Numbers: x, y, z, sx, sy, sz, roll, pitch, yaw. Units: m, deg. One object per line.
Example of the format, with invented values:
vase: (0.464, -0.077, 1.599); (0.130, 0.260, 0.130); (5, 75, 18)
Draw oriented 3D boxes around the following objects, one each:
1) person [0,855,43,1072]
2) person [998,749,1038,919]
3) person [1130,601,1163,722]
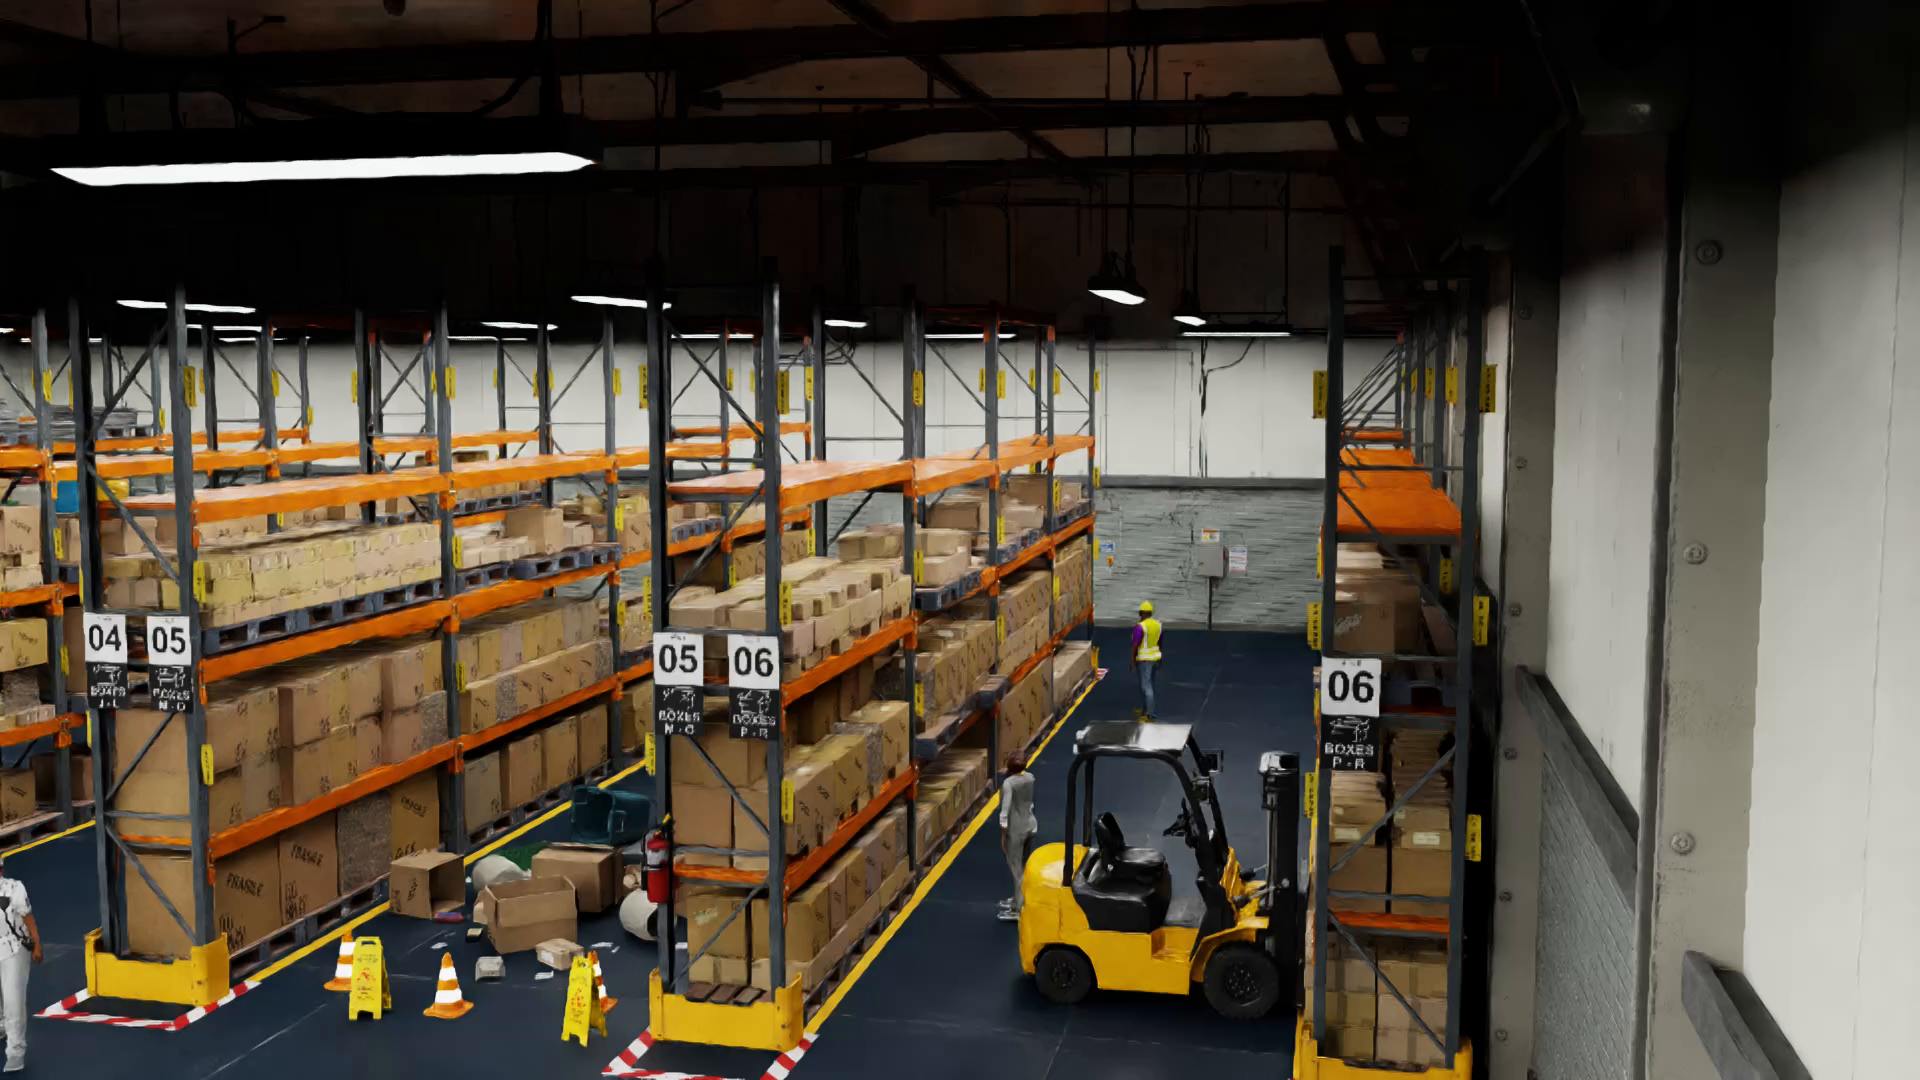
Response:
person: (-7.234, 3.101, 12.510); (0.519, 1.598, 0.942); (-1, 6, -10)
person: (0.521, 2.769, 15.760); (0.449, 1.599, 0.467); (6, 8, 44)
person: (2.741, 1.779, 24.666); (0.580, 1.763, 0.673); (5, 8, 42)
